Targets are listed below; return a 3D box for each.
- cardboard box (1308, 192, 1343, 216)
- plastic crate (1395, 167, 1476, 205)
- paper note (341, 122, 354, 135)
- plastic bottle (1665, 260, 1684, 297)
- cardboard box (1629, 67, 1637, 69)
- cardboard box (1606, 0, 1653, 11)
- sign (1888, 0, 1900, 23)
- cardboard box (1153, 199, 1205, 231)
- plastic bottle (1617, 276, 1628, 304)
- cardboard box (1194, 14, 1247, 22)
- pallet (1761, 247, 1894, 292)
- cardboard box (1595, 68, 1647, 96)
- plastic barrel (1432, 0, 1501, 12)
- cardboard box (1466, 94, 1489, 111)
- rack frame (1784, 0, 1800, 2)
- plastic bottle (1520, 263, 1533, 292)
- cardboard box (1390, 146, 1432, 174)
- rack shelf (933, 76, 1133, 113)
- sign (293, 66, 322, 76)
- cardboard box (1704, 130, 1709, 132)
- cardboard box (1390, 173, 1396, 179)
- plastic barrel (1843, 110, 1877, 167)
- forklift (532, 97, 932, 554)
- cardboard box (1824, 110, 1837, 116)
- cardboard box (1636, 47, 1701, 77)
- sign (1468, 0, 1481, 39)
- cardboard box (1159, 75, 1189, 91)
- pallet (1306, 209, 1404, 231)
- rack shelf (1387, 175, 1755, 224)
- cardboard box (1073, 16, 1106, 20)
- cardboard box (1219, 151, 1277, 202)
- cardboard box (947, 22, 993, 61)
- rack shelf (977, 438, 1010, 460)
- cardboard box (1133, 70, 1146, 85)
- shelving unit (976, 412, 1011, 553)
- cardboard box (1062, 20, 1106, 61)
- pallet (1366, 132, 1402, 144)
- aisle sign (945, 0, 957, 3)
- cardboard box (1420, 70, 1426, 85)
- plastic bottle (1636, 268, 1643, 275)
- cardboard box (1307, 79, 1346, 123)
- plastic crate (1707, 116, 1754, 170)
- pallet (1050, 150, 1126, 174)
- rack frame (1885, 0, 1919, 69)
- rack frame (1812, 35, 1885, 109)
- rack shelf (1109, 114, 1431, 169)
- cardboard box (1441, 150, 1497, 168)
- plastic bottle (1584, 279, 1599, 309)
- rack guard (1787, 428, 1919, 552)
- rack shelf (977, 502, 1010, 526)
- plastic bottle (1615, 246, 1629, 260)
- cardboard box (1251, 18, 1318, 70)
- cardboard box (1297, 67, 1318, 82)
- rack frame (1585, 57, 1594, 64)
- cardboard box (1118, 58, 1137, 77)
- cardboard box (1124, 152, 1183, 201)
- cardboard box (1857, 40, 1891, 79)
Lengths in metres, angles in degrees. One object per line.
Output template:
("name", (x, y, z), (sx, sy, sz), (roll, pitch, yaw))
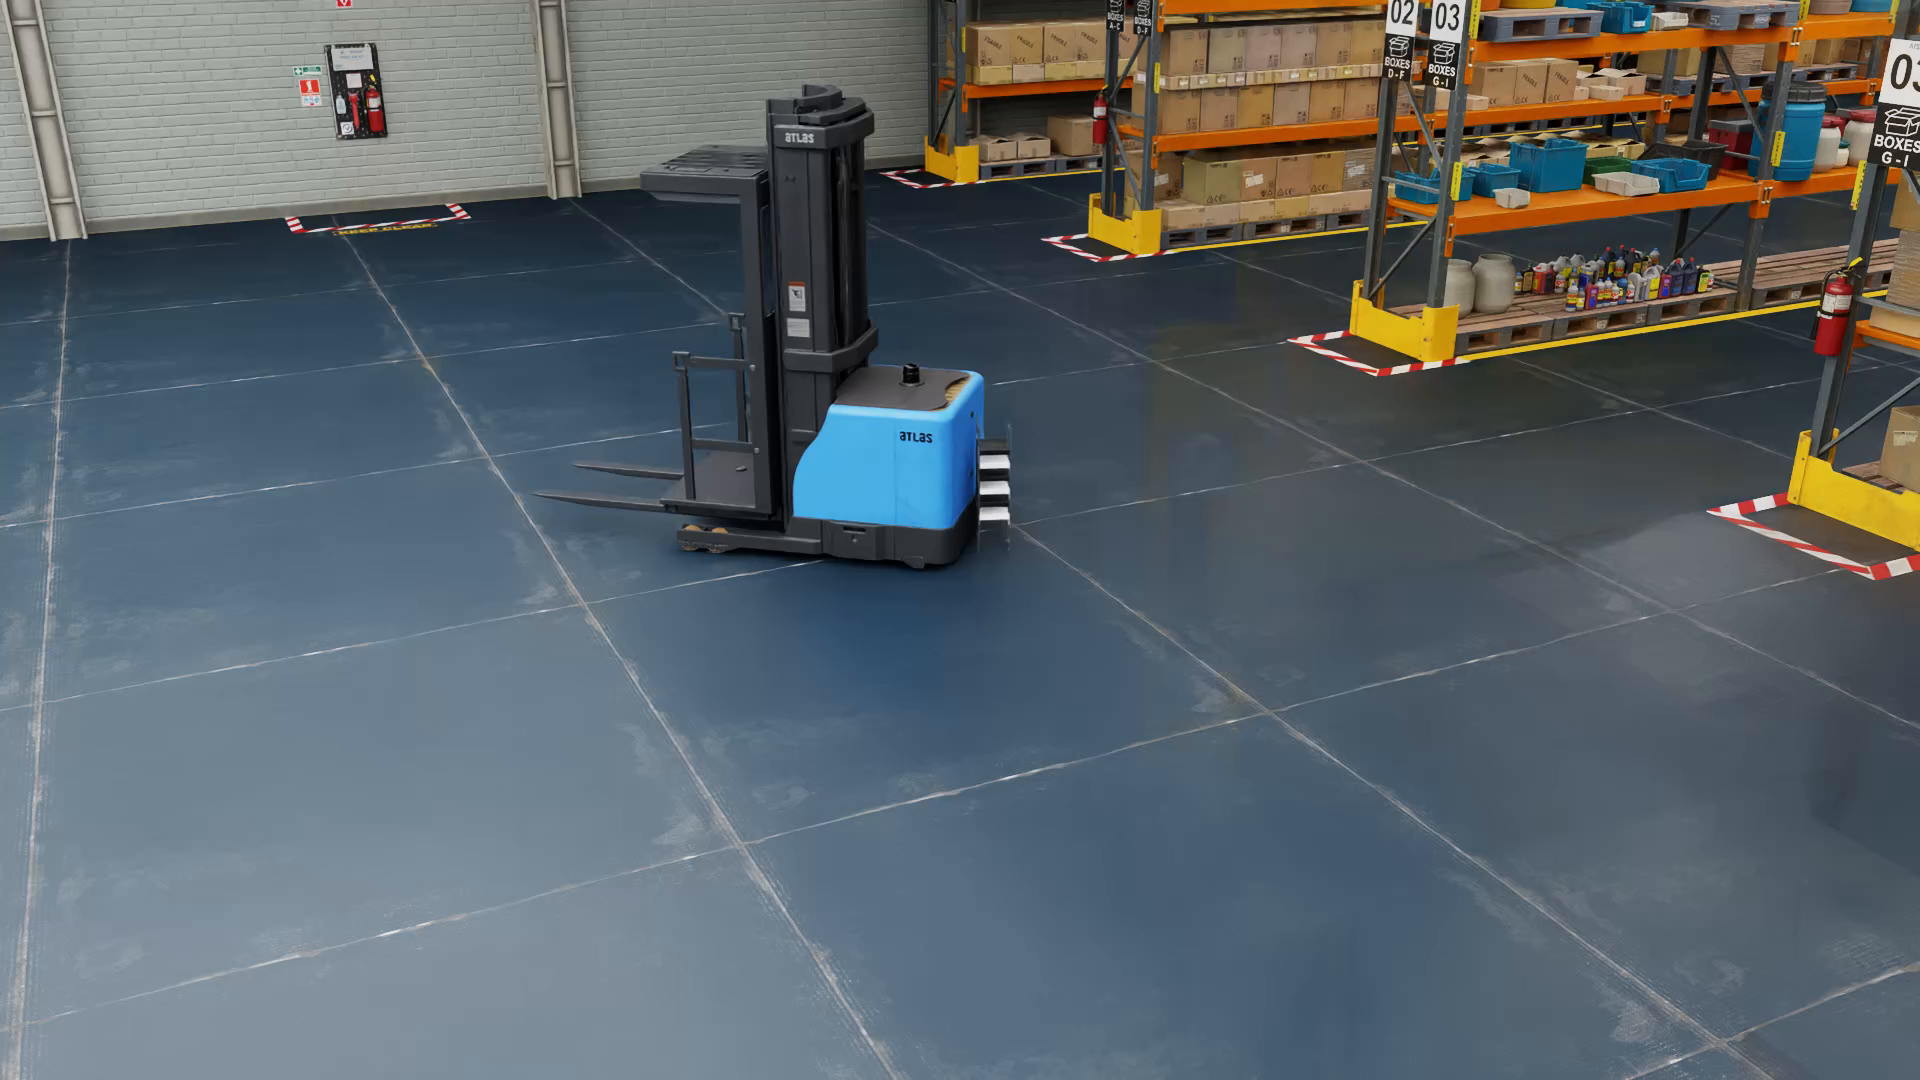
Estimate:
("cardboard box", (4.344, -4.175, 20.460), (0.500, 0.250, 0.500), (-10, 25, -24))
("plastic crate", (4.428, -3.318, 15.537), (0.616, 0.251, 0.499), (-10, 25, -24))
("paper note", (-7.773, -5.224, 21.100), (0.142, 0.148, 0.016), (-10, 25, -24))
("plastic bottle", (7.083, -2.605, 16.509), (0.185, 0.351, 0.144), (-12, 25, -26))
("cardboard box", (11.729, -8.026, 28.589), (0.250, 0.149, 0.380), (-10, 24, -22))
("cardboard box", (11.119, -8.828, 28.262), (0.700, 0.700, 0.980), (-10, 25, -23))
("sign", (6.032, -3.483, 10.662), (0.005, 0.325, 0.100), (-10, 25, -24))
("cardboard box", (2.541, -3.844, 19.660), (0.500, 0.250, 0.500), (-10, 25, -24))
("plastic bottle", (6.457, -2.443, 16.222), (0.097, 0.271, 0.097), (0, 22, 0))
("cardboard box", (3.888, -7.600, 24.982), (0.500, 0.500, 0.700), (-10, 25, -23))
("pallet", (9.503, -2.923, 18.035), (1.213, 0.211, 1.003), (-10, 25, -24))
("cardboard box", (8.824, -6.148, 22.298), (0.500, 0.311, 0.500), (-9, 24, -20))
("plastic barrel", (4.489, -5.103, 14.623), (0.708, 0.830, 0.600), (-10, 25, -24))
("cardboard box", (6.453, -5.532, 21.020), (0.250, 0.149, 0.380), (-10, 25, -24))
("rack frame", (7.711, -6.636, 15.514), (0.127, 3.000, 1.000), (-10, 25, -24))
("plastic bottle", (5.669, -2.630, 16.657), (0.133, 0.283, 0.061), (-10, 24, -22))
("cardboard box", (5.807, -4.920, 21.527), (0.500, 0.311, 0.500), (-10, 25, -24))
("rack shelf", (1.612, -6.614, 24.246), (4.000, 0.370, 1.077), (-10, 25, -24))
("sign", (-8.119, -5.839, 20.695), (0.331, 0.109, 0.001), (-10, 25, -24))
("cardboard box", (10.628, -5.430, 23.140), (0.500, 0.500, 0.500), (-11, 25, -24))
("cardboard box", (5.814, -4.664, 21.640), (0.500, 0.250, 0.500), (-11, 25, -24))
("plastic barrel", (9.329, -4.131, 17.131), (0.433, 0.535, 0.433), (0, 22, 0))
("forklift", (-1.445, -1.429, 10.954), (2.937, 2.867, 1.118), (5, 23, 13))
("cardboard box", (13.165, -6.139, 24.851), (0.500, 0.500, 0.500), (-10, 25, -24))
("cardboard box", (9.689, -6.618, 22.637), (0.700, 0.500, 0.500), (21, 30, 41))
("sign", (4.341, -4.400, 14.024), (0.005, 0.325, 0.100), (-10, 25, -24))
("cardboard box", (2.409, -5.245, 19.019), (0.250, 0.149, 0.380), (-11, 25, -24))
("pallet", (4.831, -4.165, 21.037), (1.213, 0.211, 1.003), (-10, 25, -24))
("rack shelf", (5.909, -3.290, 15.961), (3.809, 0.124, 0.919), (-10, 25, -24))
("cardboard box", (1.981, -7.393, 24.378), (0.500, 0.500, 0.500), (-10, 24, -22))
("cardboard box", (3.436, -4.361, 19.929), (0.500, 0.500, 0.500), (-10, 25, -24))
("cardboard box", (0.143, -7.052, 23.554), (0.500, 0.500, 0.500), (-11, 25, -24))
("rack shelf", (0.219, -0.595, 10.892), (0.200, 0.077, 0.258), (-1, 23, -3))
("cardboard box", (2.223, -5.383, 19.353), (0.250, 0.149, 0.380), (-11, 25, -25))
("shelving unit", (0.219, -0.376, 10.982), (0.210, 0.900, 0.258), (-1, 23, -3))
("cardboard box", (1.748, -7.128, 23.738), (0.500, 0.500, 0.500), (-10, 24, -22))
("pallet", (6.314, -6.524, 26.734), (1.213, 0.211, 1.003), (-10, 25, -24))
("aisle sign", (-0.125, -7.700, 22.531), (0.004, 0.787, 0.394), (-10, 25, -24))
("cardboard box", (7.738, -7.219, 27.029), (0.750, 0.750, 0.750), (-11, 25, -24))
("plastic bottle", (6.724, -2.551, 16.468), (0.133, 0.283, 0.061), (-10, 25, -24))
("cardboard box", (4.243, -5.370, 20.170), (0.500, 0.500, 0.700), (-10, 25, -23))
("plastic crate", (8.015, -4.079, 17.098), (0.583, 0.464, 0.402), (-10, 25, -24))
("pallet", (1.724, -5.662, 24.652), (1.213, 0.211, 1.003), (-10, 25, -24))
("rack frame", (6.255, -4.265, 9.788), (0.127, 3.000, 1.000), (-10, 25, -24))
("rack frame", (12.774, -6.898, 23.993), (0.127, 3.000, 1.000), (-10, 25, -24))
("rack shelf", (3.764, -4.907, 20.123), (4.000, 0.370, 1.077), (-10, 25, -24))
("cardboard box", (6.500, -4.818, 21.280), (0.500, 0.311, 0.500), (-11, 25, -24))
("plastic bottle", (6.087, -2.373, 16.037), (0.133, 0.283, 0.061), (-10, 25, -23))
("rack guard", (6.323, -0.351, 11.444), (0.348, 0.500, 1.175), (-10, 25, -24))
("rack shelf", (0.219, -0.179, 11.064), (0.200, 0.077, 0.258), (-1, 23, -3))
("plastic bottle", (6.804, -2.852, 17.106), (0.185, 0.351, 0.144), (-10, 24, -22))
("cardboard box", (3.812, -5.891, 19.734), (0.500, 0.500, 0.700), (-10, 25, -24))
("cardboard box", (4.031, -5.543, 19.740), (0.250, 0.149, 0.380), (-10, 24, -22))
("rack frame", (10.624, -8.604, 28.113), (0.053, 2.616, 0.949), (-10, 25, -24))
("cardboard box", (2.220, -6.866, 24.085), (0.500, 0.250, 0.500), (-11, 25, -24))
("cardboard box", (2.316, -4.369, 19.949), (0.500, 0.500, 0.500), (-10, 25, -24))
("cardboard box", (13.352, -6.935, 23.951), (0.500, 0.500, 0.500), (-10, 24, -22))
